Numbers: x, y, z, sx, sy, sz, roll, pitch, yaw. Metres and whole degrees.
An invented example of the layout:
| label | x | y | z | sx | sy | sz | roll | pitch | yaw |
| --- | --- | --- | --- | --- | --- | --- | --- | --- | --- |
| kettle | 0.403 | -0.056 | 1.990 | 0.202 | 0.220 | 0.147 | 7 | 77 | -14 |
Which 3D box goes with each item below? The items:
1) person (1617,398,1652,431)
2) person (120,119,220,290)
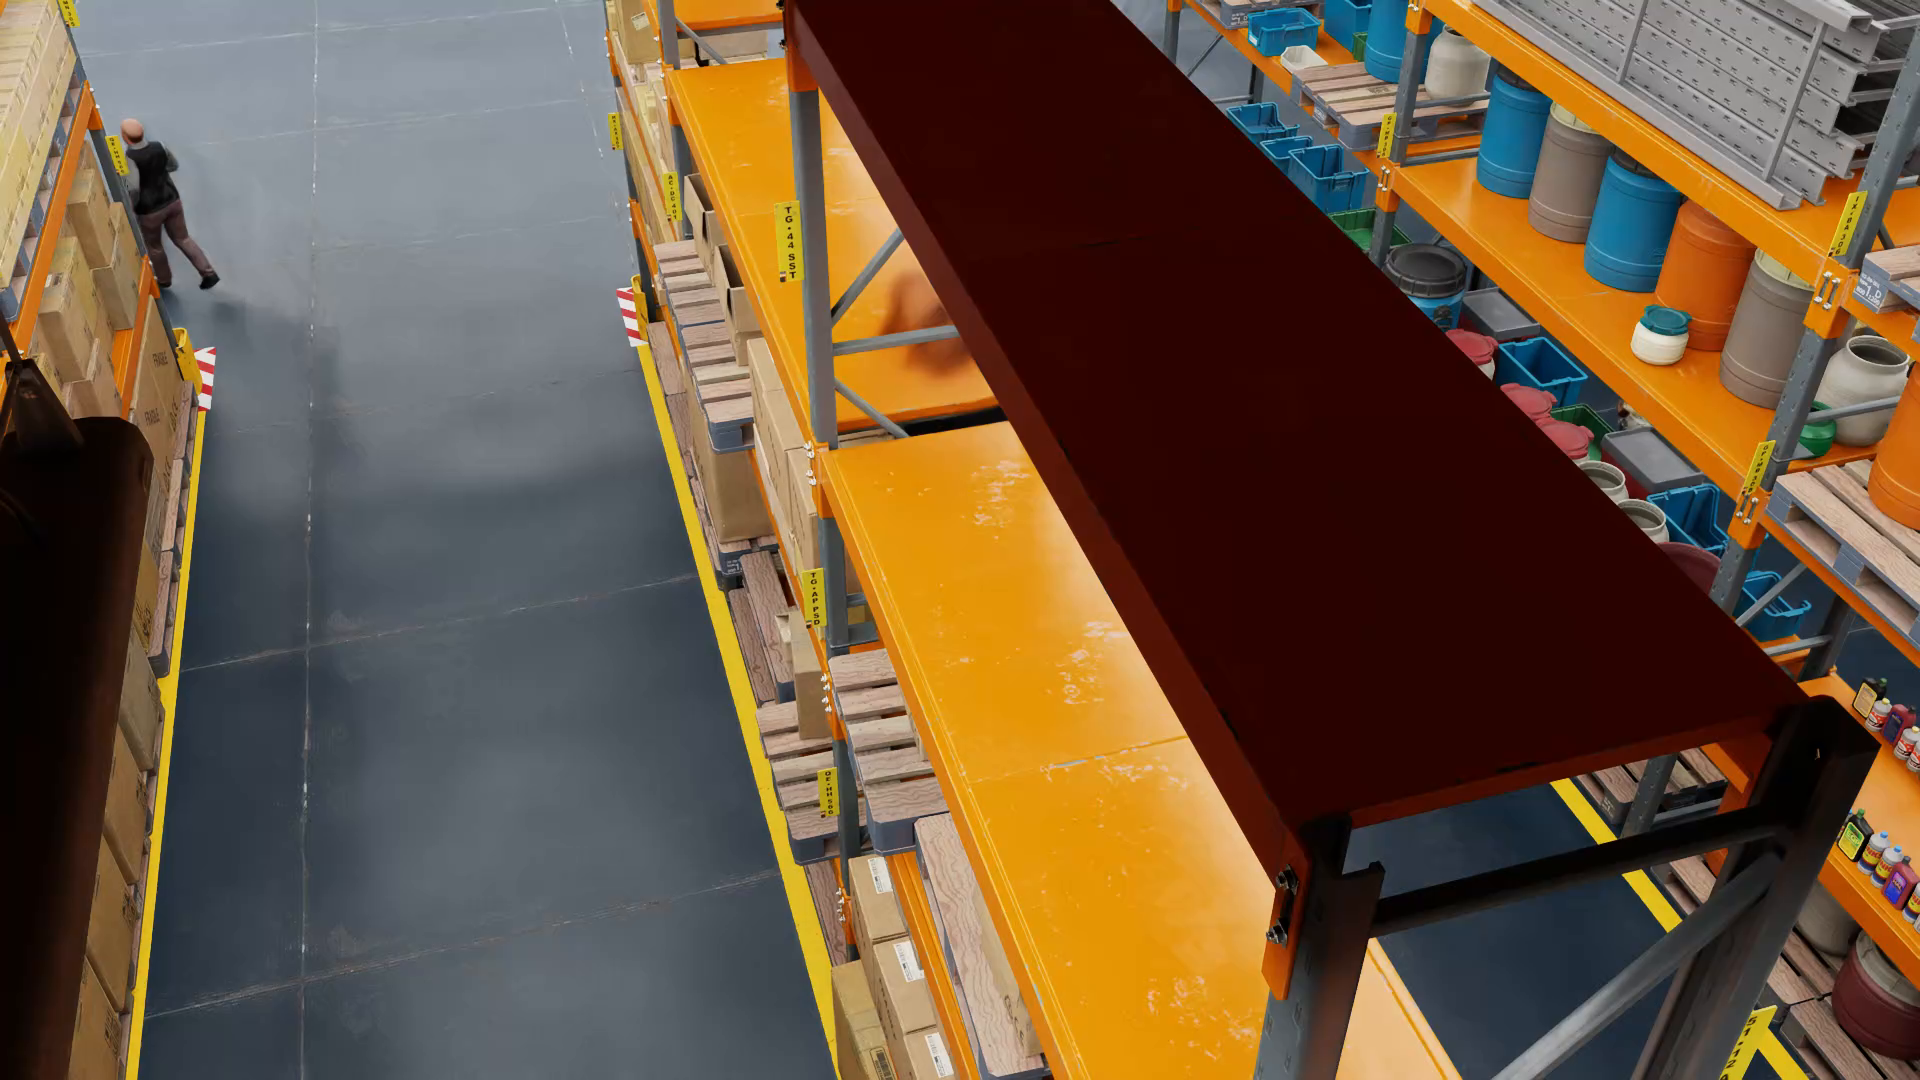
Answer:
| label | x | y | z | sx | sy | sz | roll | pitch | yaw |
| --- | --- | --- | --- | --- | --- | --- | --- | --- | --- |
| person | 5.129 | -0.786 | 12.438 | 0.583 | 1.675 | 0.924 | -13 | 40 | -16 |
| person | -7.363 | -3.051 | 15.256 | 0.881 | 1.716 | 0.670 | 20 | 43 | 24 |
